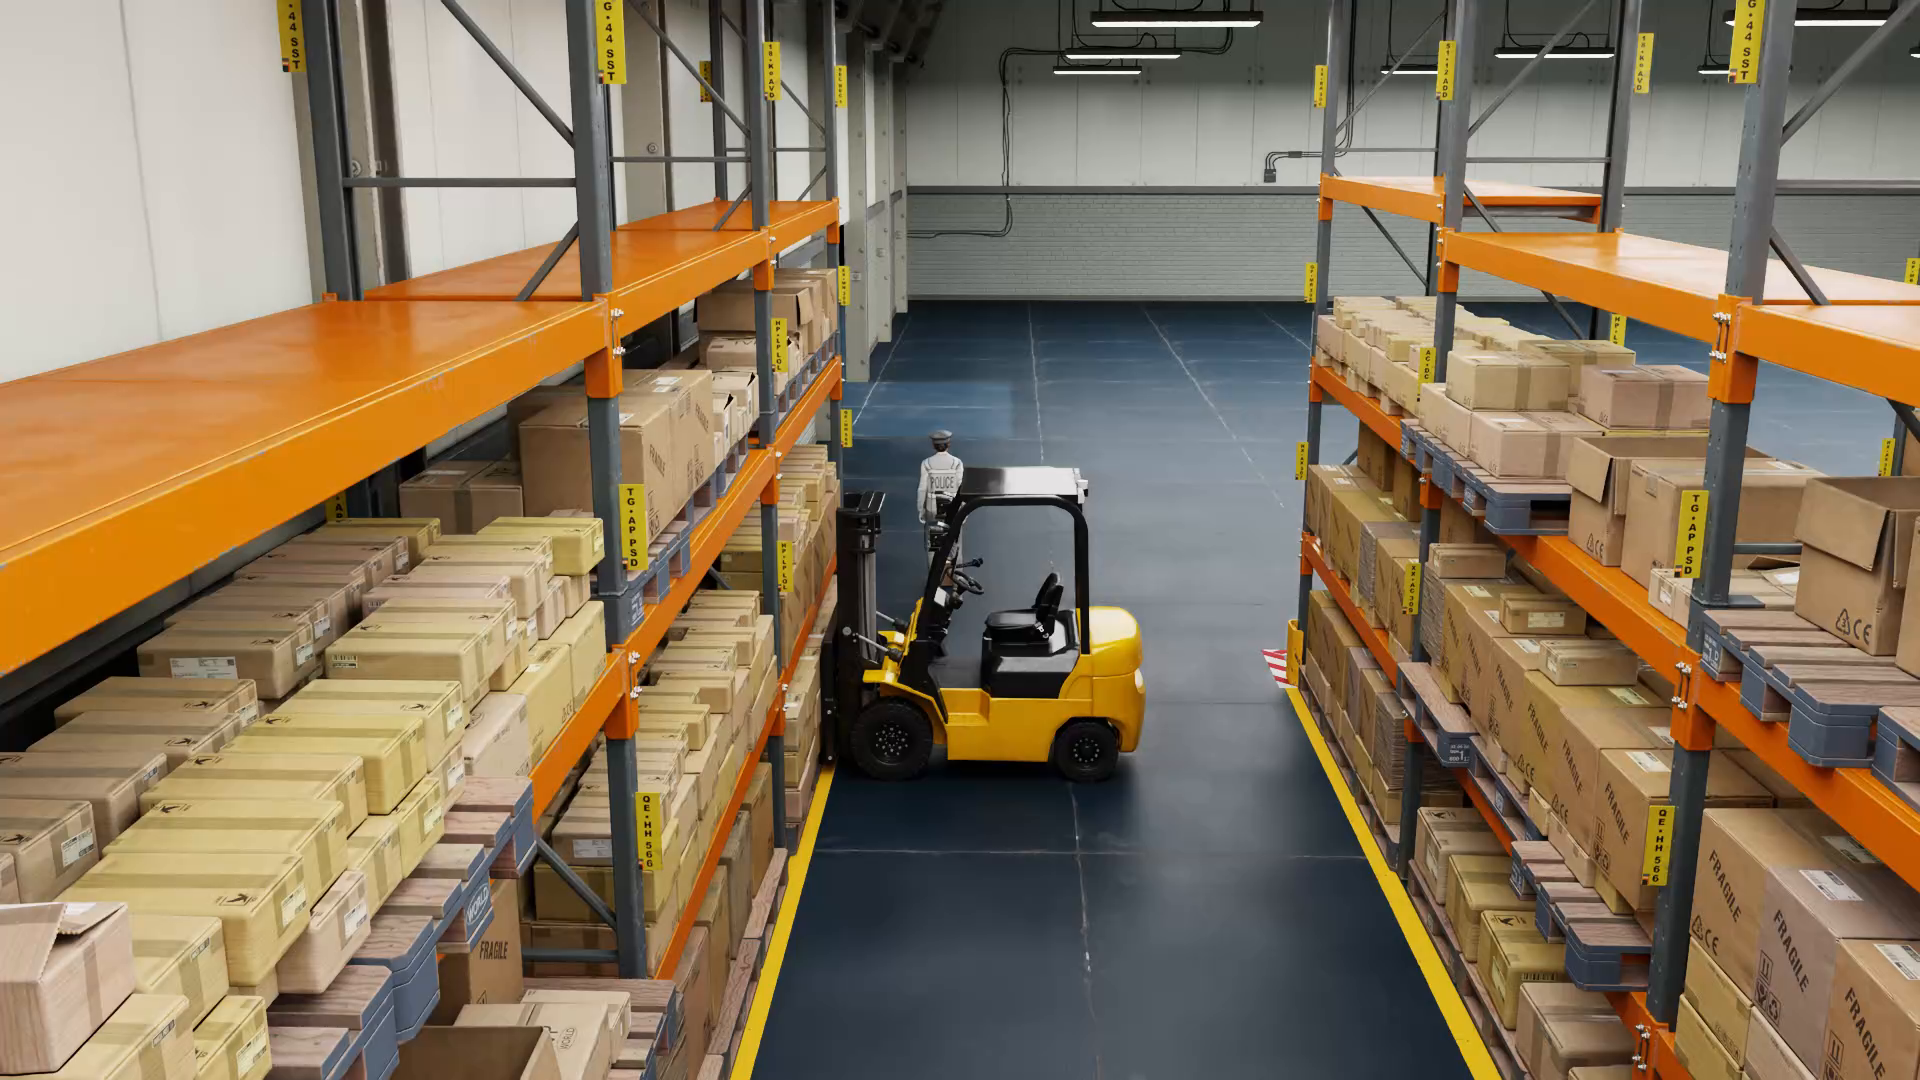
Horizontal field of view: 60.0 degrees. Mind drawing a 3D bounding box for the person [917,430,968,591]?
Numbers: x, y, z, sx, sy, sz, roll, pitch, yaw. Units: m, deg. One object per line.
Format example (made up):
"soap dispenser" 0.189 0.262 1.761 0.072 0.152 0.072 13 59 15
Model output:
"person" -0.177 -0.294 17.170 0.528 1.663 0.372 0 14 0
